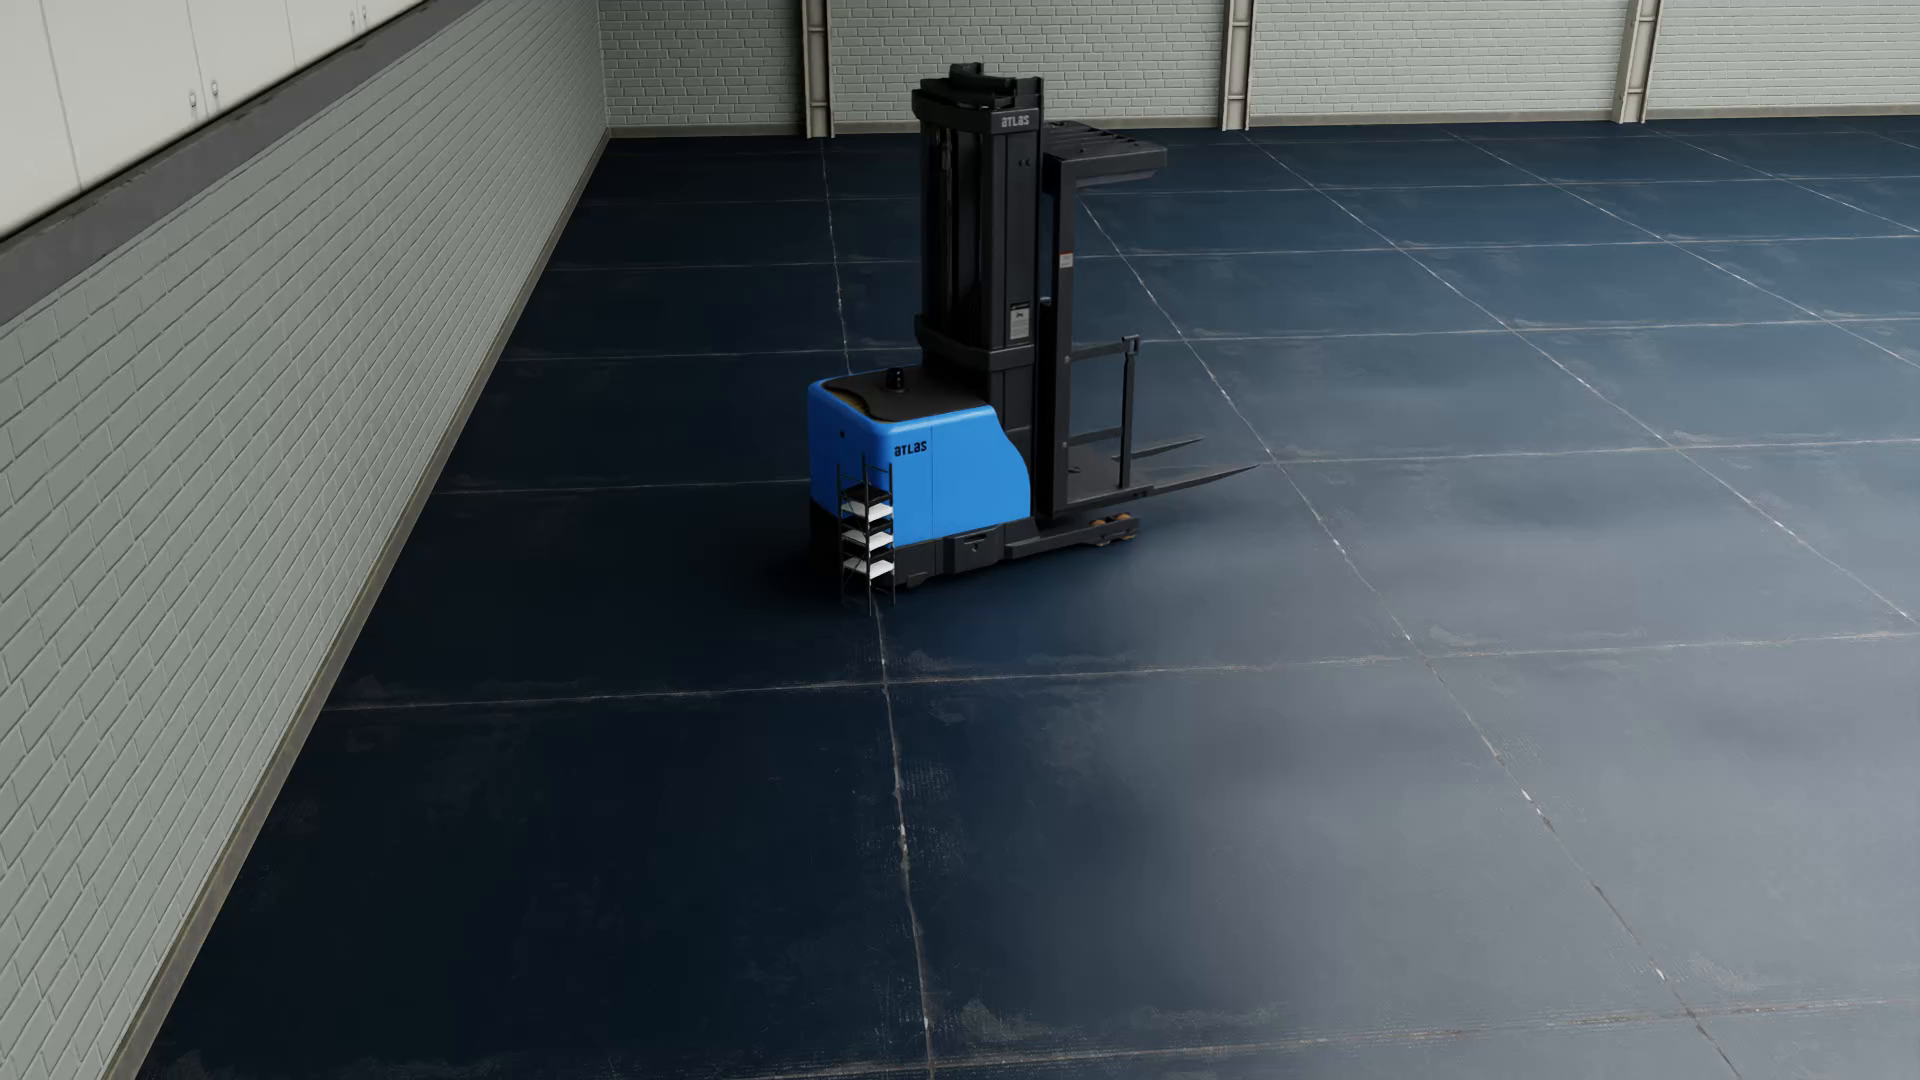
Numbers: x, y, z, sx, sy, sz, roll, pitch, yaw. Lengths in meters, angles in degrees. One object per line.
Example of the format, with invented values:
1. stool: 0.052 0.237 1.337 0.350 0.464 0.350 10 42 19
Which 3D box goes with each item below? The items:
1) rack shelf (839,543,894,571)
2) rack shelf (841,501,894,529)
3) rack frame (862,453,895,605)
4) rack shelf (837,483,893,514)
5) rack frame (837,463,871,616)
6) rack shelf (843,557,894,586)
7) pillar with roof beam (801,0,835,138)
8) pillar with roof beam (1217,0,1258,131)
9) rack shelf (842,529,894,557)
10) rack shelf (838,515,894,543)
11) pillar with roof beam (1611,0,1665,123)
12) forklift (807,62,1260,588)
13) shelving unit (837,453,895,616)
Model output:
1. rack shelf: -0.547 0.084 9.756 0.258 0.077 0.200 20 31 37
2. rack shelf: -0.547 -0.162 9.646 0.258 0.077 0.200 20 31 37
3. rack frame: -0.480 -0.059 9.775 0.240 0.900 0.006 20 31 37
4. rack shelf: -0.547 -0.245 9.610 0.258 0.077 0.200 20 31 37
5. rack frame: -0.615 0.003 9.636 0.240 0.900 0.006 20 31 37
6. rack shelf: -0.547 0.167 9.792 0.258 0.077 0.200 20 31 37
7. pillar with roof beam: -1.568 -8.138 17.979 0.400 9.000 9.100 -2 24 -5
8. pillar with roof beam: 4.403 -8.377 18.518 0.400 9.000 9.100 -2 24 -5
9. rack shelf: -0.547 0.002 9.719 0.258 0.077 0.200 20 31 37
10. rack shelf: -0.547 -0.080 9.683 0.258 0.077 0.200 20 31 37
11. pillar with roof beam: 10.374 -8.617 19.057 0.400 9.000 9.100 -2 24 -5
12. forklift: 0.576 -1.470 10.450 3.031 2.935 1.130 -13 27 -27
13. shelving unit: -0.547 -0.028 9.706 0.258 0.900 0.210 20 31 37
